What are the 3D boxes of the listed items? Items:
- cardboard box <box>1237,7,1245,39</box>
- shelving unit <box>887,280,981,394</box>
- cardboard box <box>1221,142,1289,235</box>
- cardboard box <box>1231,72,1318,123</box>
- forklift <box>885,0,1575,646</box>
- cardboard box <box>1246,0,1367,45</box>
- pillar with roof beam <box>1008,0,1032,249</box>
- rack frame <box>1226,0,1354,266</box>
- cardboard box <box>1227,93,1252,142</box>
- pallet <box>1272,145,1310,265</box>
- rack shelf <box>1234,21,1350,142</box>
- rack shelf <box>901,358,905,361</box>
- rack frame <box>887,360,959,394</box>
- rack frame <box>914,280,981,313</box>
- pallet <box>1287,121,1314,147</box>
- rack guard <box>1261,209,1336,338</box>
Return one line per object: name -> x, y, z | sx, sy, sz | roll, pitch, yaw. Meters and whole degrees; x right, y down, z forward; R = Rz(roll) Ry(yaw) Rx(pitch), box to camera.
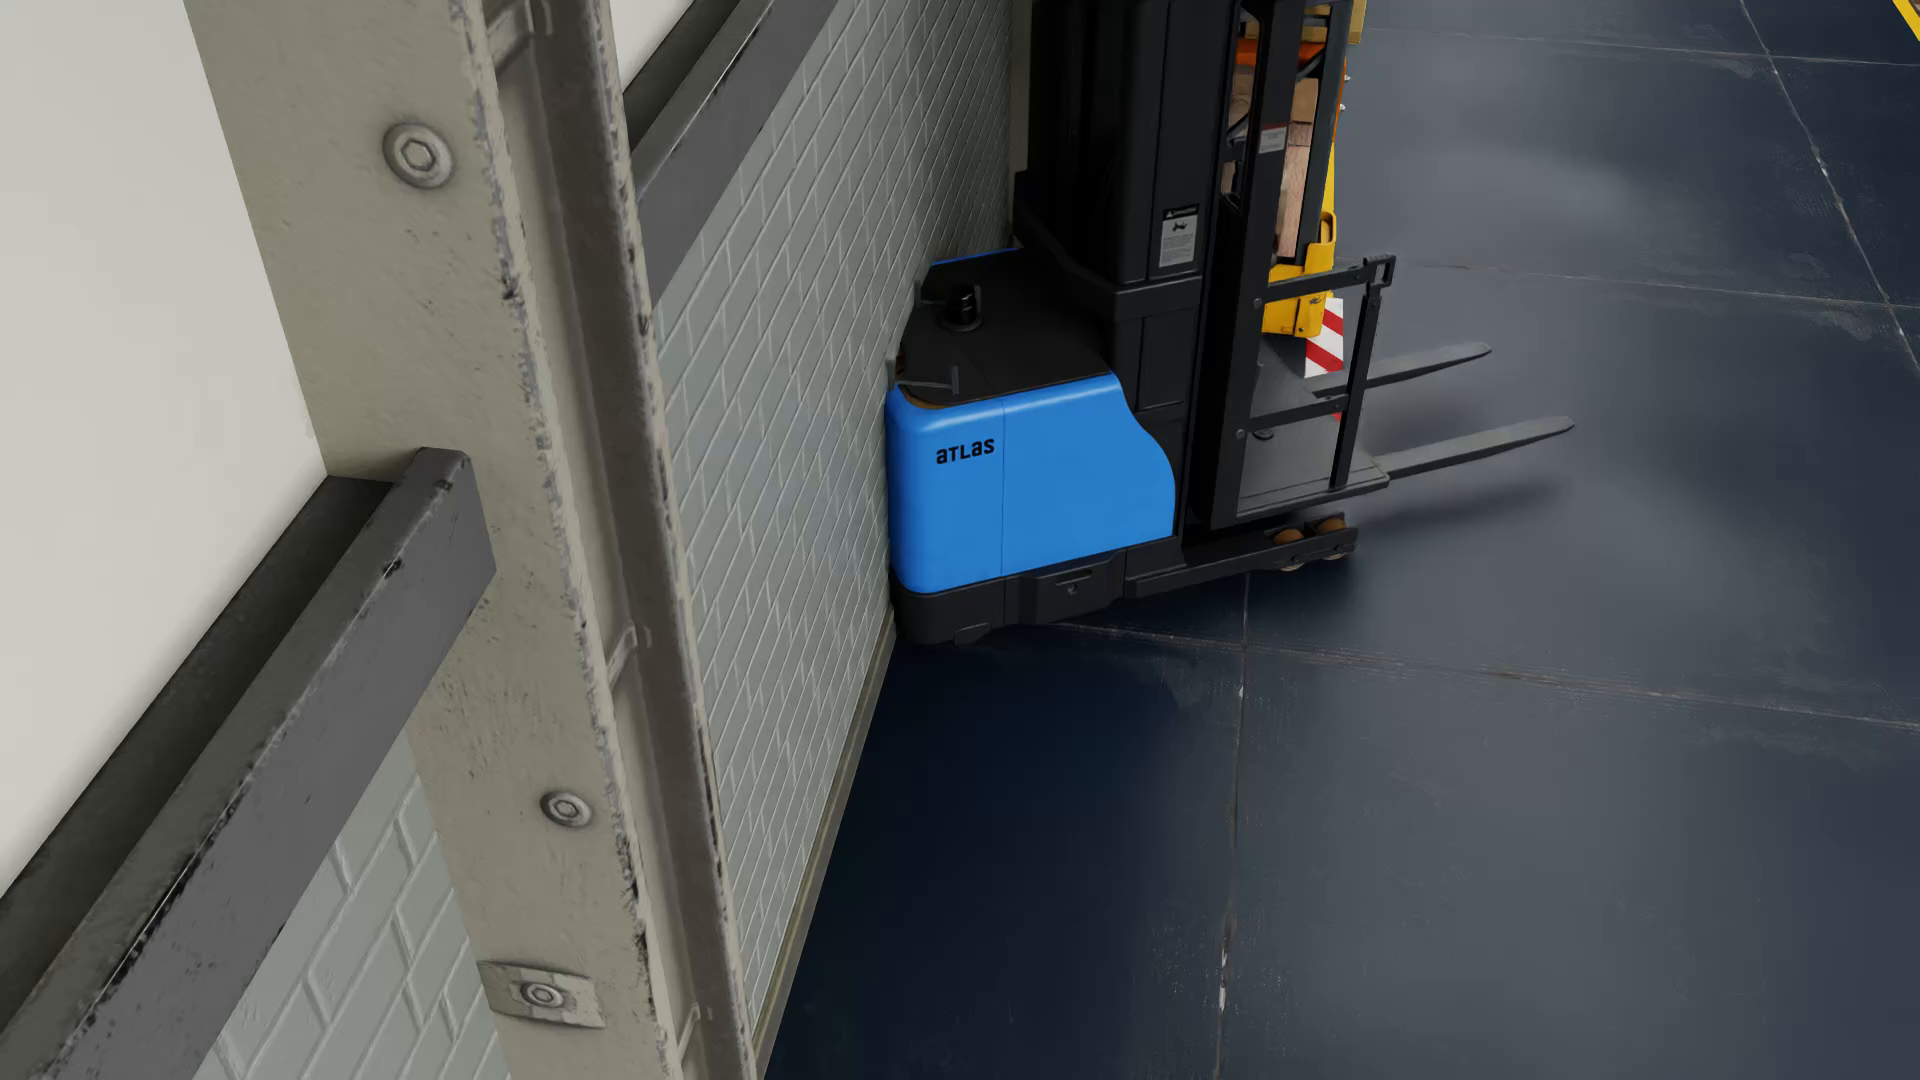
cardboard box -> 1.045, -2.501, 7.523 | 0.500, 0.250, 0.500 | 7, 40, 8
shelving unit -> -0.071, -0.311, 6.178 | 0.258, 1.200, 0.503 | 5, 43, 8
cardboard box -> 1.363, -1.794, 8.331 | 0.500, 0.311, 0.500 | 2, 40, 3
cardboard box -> 1.638, -2.680, 9.253 | 0.700, 0.500, 0.500 | 4, 40, 5
forklift -> 1.050, -1.311, 6.035 | 3.031, 2.935, 1.130 | -13, 41, -15
cardboard box -> 1.552, -2.458, 7.470 | 0.500, 0.250, 0.500 | 5, 40, 6
pillar with roof beam -> 4.664, -4.609, 5.262 | 9.100, 9.000, 0.400 | 6, 40, 8
rack frame -> 1.155, -2.236, 7.101 | 1.000, 3.000, 0.127 | 6, 40, 8
cardboard box -> 1.462, -2.152, 8.764 | 0.500, 0.311, 0.500 | 10, 41, 11
pallet -> 1.343, -1.715, 8.659 | 1.003, 0.211, 1.213 | 6, 40, 8
rack shelf -> 1.501, -3.214, 8.848 | 1.077, 0.370, 4.000 | 6, 40, 8
rack shelf -> -0.081, -0.601, 5.913 | 0.258, 0.148, 0.480 | 5, 43, 8
rack frame -> -0.112, -0.148, 6.001 | 0.240, 1.200, 0.015 | 5, 43, 8
rack frame -> -0.030, -0.474, 6.355 | 0.240, 1.200, 0.015 | 5, 43, 8
pallet -> 1.557, -2.479, 9.583 | 1.003, 0.211, 1.213 | 6, 40, 8
rack guard -> 1.168, -1.321, 7.955 | 1.175, 0.500, 0.348 | 6, 40, 8
